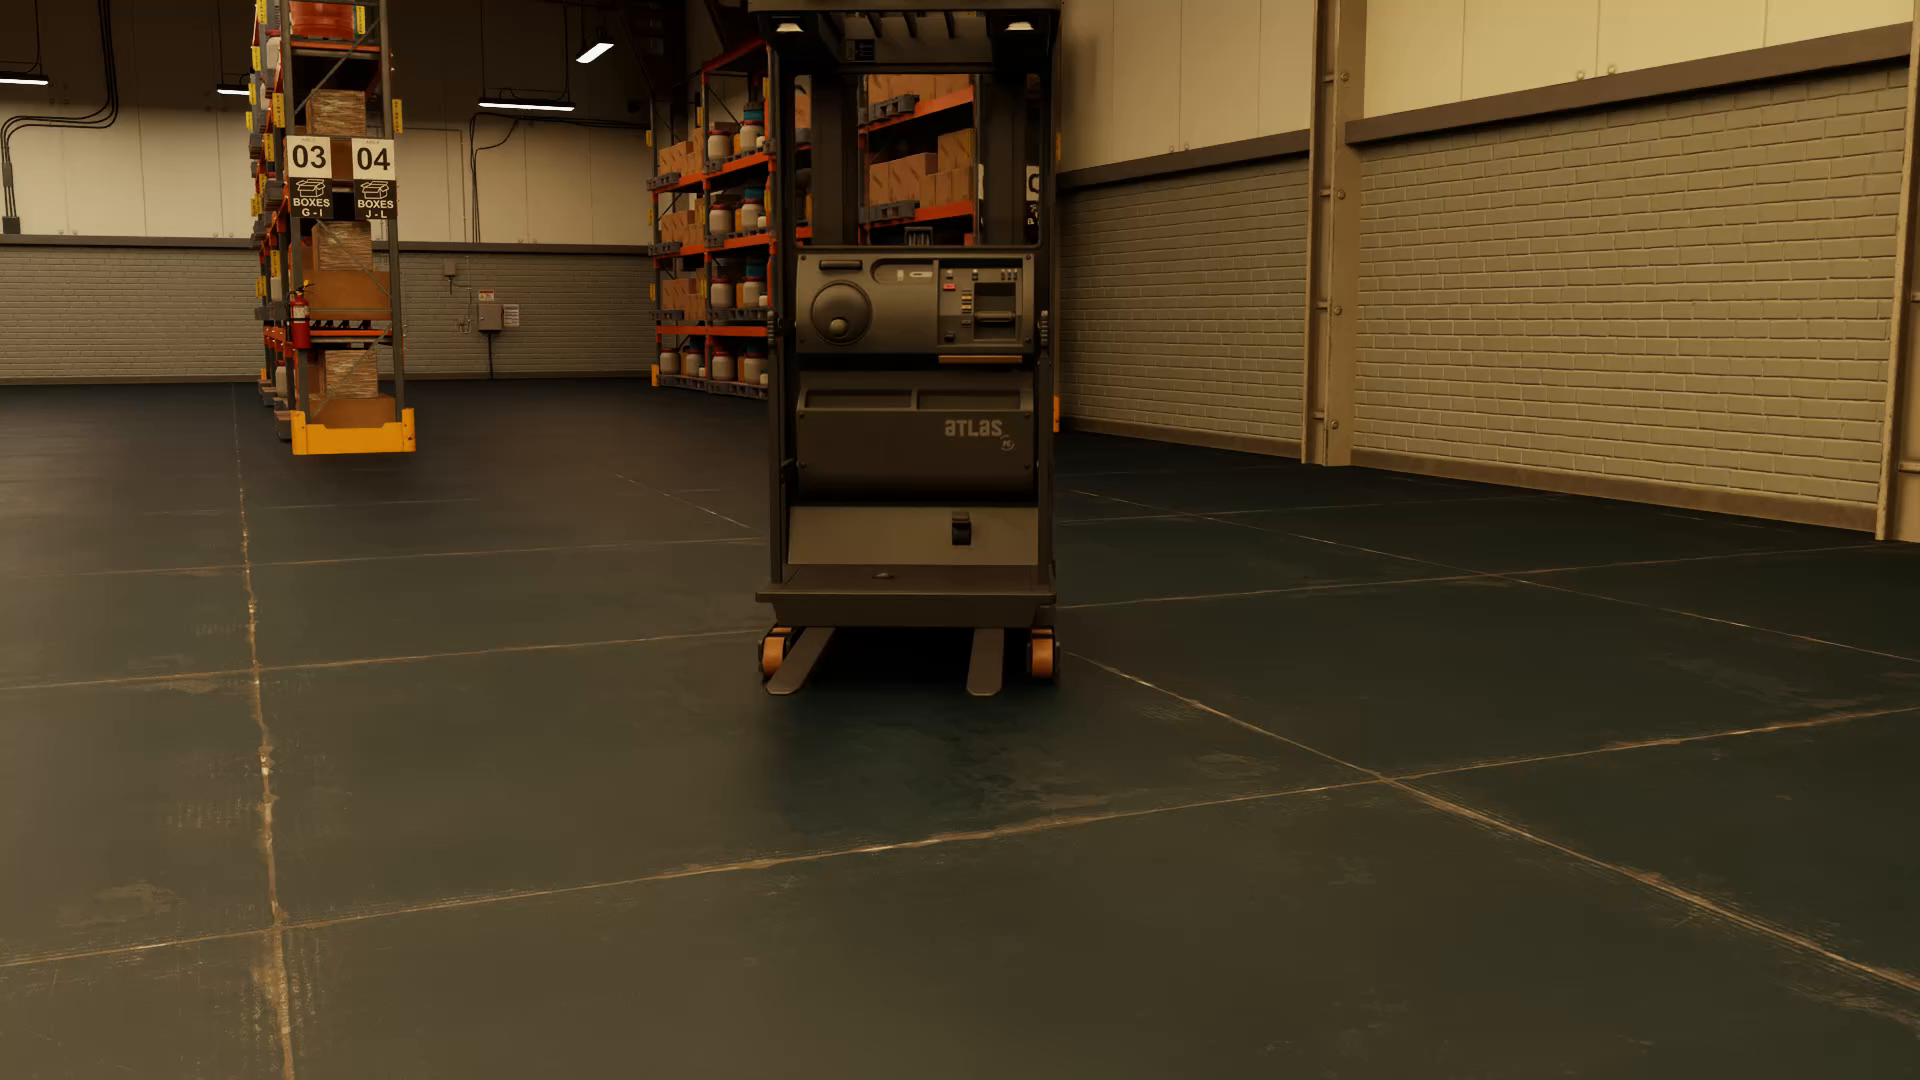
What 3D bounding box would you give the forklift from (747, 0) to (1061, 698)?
[{"bbox_3d":[-0.180,-0.970,6.293,1.130,2.935,3.031,0,8,2],"label":"forklift"}]
